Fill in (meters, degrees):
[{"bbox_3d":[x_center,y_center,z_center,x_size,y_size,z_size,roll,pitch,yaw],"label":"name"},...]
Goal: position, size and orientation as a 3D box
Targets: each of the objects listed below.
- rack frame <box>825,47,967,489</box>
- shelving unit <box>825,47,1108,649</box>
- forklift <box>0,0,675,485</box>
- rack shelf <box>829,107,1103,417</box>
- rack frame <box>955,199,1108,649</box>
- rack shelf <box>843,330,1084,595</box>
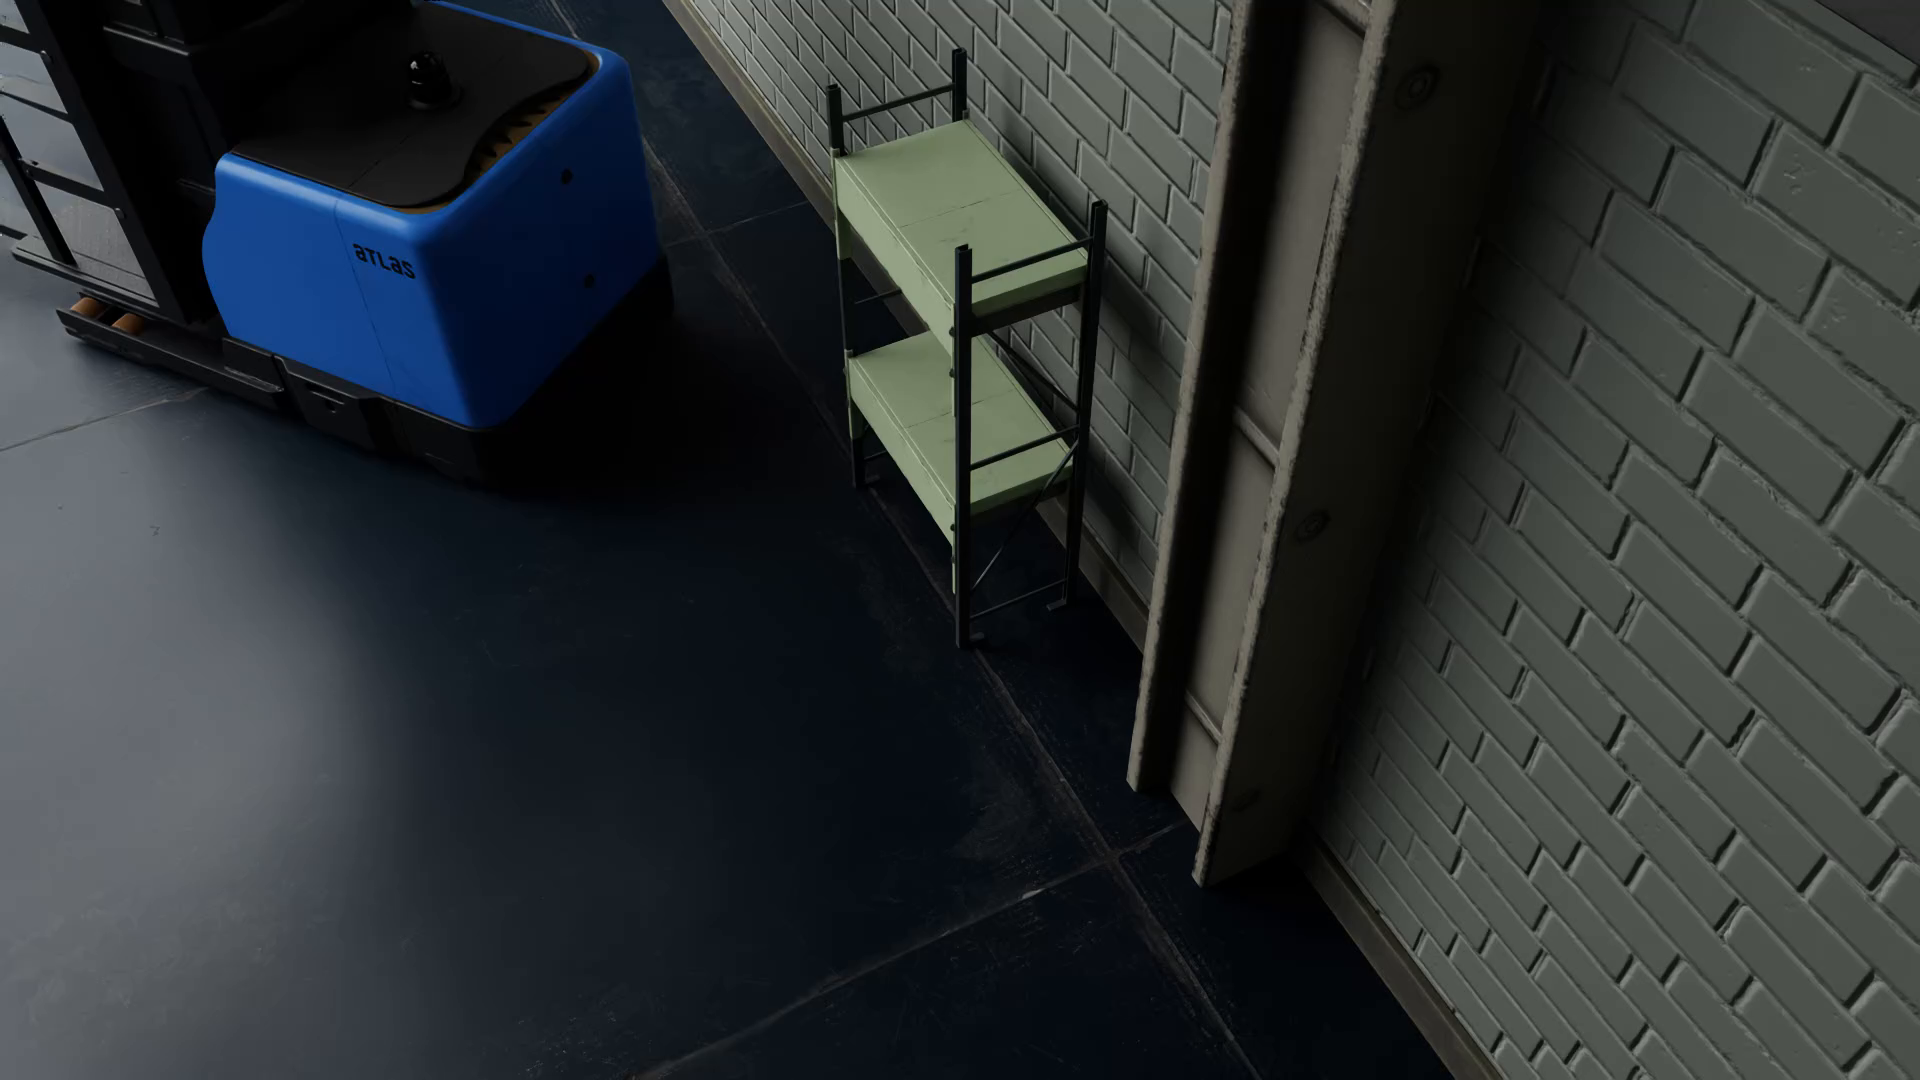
[{"bbox_3d":[-0.164,-0.734,4.896,0.400,1.500,0.023,-21,52,-18],"label":"rack frame"},{"bbox_3d":[0.003,-0.489,4.682,0.431,1.500,0.755,-21,52,-18],"label":"shelving unit"},{"bbox_3d":[-2.563,-1.922,4.983,3.031,2.935,1.130,20,52,17],"label":"forklift"},{"bbox_3d":[0.003,-0.746,4.388,0.431,0.370,0.720,-21,52,-18],"label":"rack shelf"},{"bbox_3d":[0.171,-0.244,4.467,0.400,1.500,0.023,-21,52,-18],"label":"rack frame"},{"bbox_3d":[0.003,-0.275,4.927,0.431,0.370,0.720,-21,52,-18],"label":"rack shelf"}]
